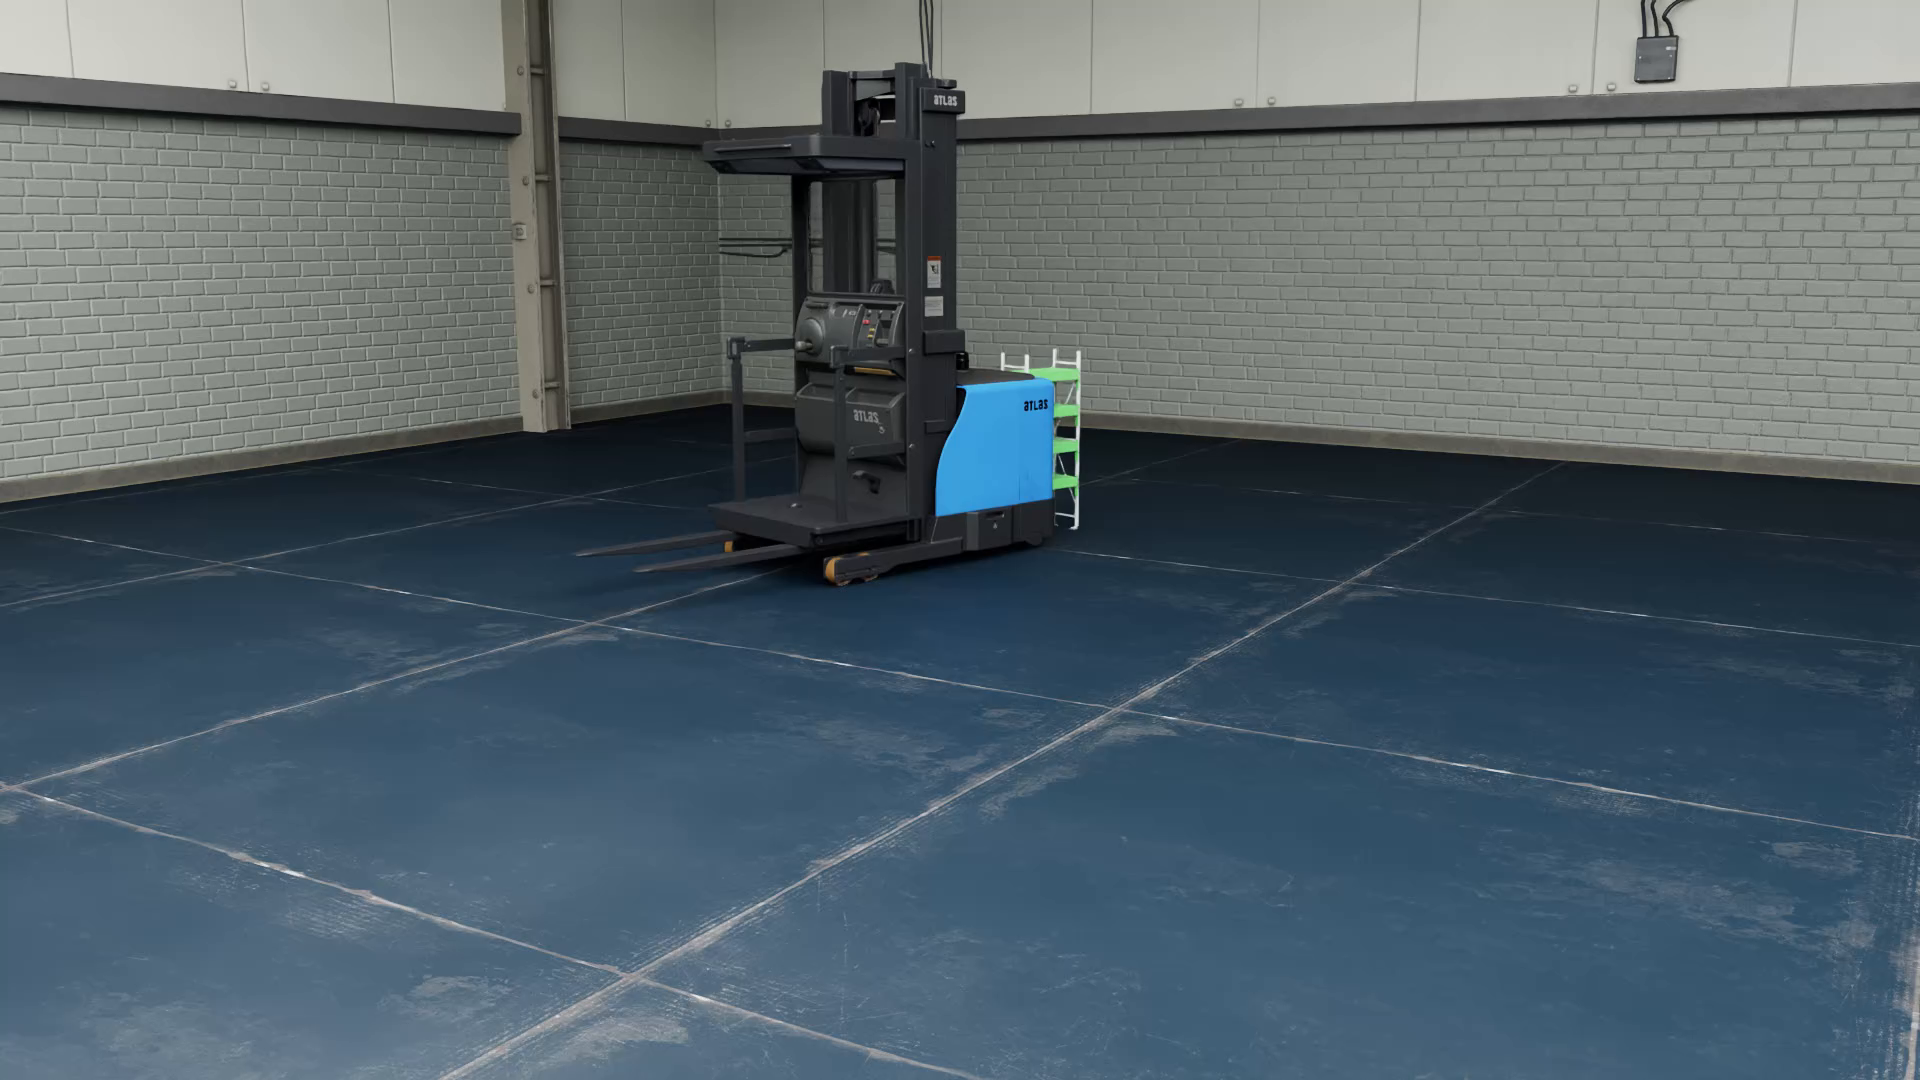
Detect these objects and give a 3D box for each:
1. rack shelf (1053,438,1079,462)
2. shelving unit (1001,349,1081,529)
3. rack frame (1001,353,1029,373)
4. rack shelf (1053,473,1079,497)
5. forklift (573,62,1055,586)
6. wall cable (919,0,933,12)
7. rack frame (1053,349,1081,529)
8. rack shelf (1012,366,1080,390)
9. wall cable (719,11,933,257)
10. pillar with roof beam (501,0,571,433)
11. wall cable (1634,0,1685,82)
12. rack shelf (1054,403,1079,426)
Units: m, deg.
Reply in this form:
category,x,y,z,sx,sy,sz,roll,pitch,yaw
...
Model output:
category,x,y,z,sx,sy,sz,roll,pitch,yaw
rack shelf,0.536,-0.587,11.093,0.480,0.148,0.258,-10,14,-42
shelving unit,0.536,-0.650,11.081,0.503,1.200,0.258,-10,14,-42
rack frame,0.357,-0.620,10.918,0.015,1.200,0.240,-10,14,-42
rack shelf,0.536,-0.352,11.137,0.480,0.148,0.258,-10,14,-42
forklift,-0.815,-1.288,9.782,3.031,2.935,1.130,-10,14,-42
wall cable,0.784,-6.576,16.252,3.097,2.526,0.112,6,12,31
rack frame,0.715,-0.681,11.244,0.015,1.200,0.240,-10,14,-42
rack shelf,0.536,-1.059,11.005,0.480,0.148,0.258,-10,14,-42
wall cable,-1.528,-4.352,18.097,3.097,2.526,0.112,6,12,31
pillar with roof beam,-0.508,-5.130,13.815,9.100,9.000,0.400,6,12,31
wall cable,6.578,-6.640,12.641,2.305,6.003,0.169,6,12,31
rack shelf,0.536,-0.823,11.049,0.480,0.148,0.258,-10,14,-42
